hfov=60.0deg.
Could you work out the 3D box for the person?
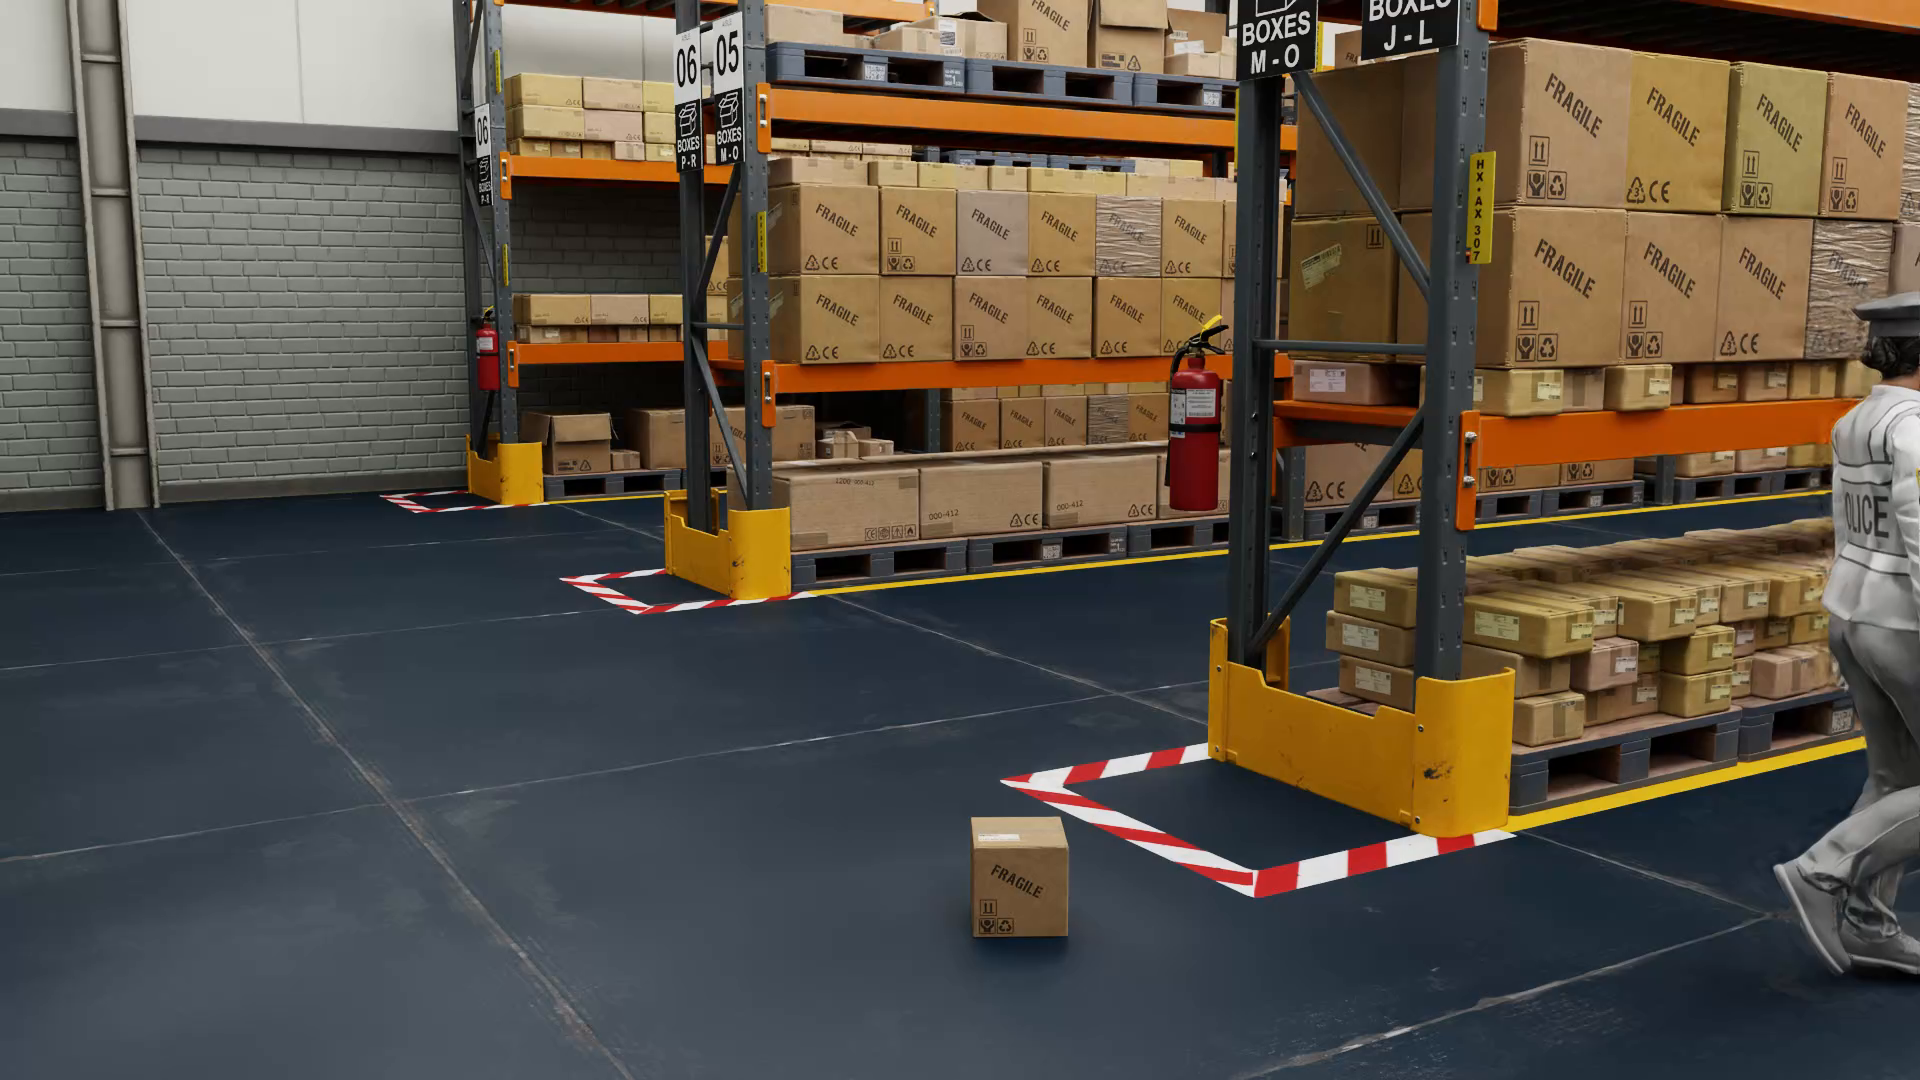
[{"bbox_3d":[2.225,0.238,4.012,0.482,1.658,0.502,1,8,8],"label":"person"}]
